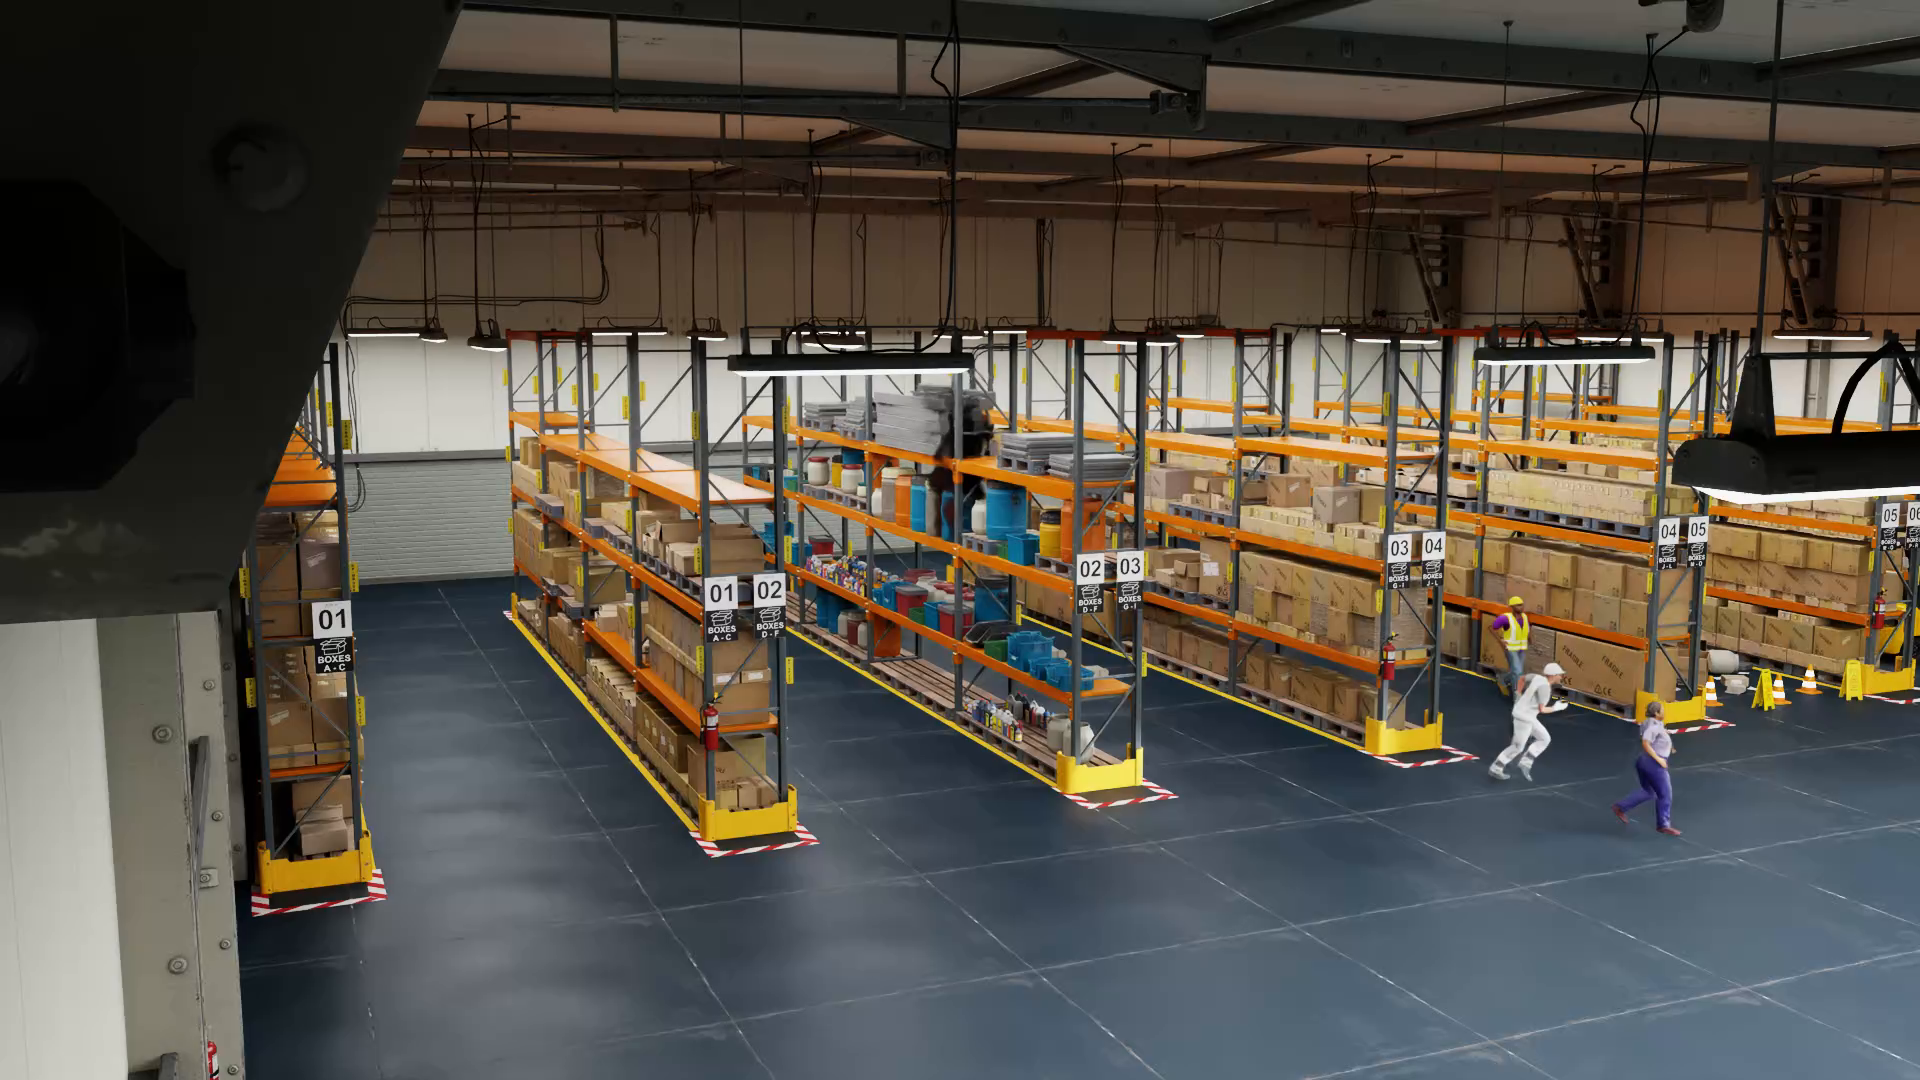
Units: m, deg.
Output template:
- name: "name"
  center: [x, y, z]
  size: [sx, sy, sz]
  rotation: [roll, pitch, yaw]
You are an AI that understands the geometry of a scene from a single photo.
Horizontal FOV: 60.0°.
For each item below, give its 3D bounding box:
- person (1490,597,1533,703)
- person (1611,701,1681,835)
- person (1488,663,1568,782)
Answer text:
- name: "person"
  center: [9.002, 1.788, 27.053]
  size: [0.706, 1.767, 0.826]
  rotation: [-3, 8, -22]
- name: "person"
  center: [8.420, 2.769, 20.276]
  size: [0.797, 1.643, 0.611]
  rotation: [1, 8, 7]
- name: "person"
  center: [7.696, 2.464, 22.534]
  size: [0.976, 1.654, 0.701]
  rotation: [2, 8, 13]
